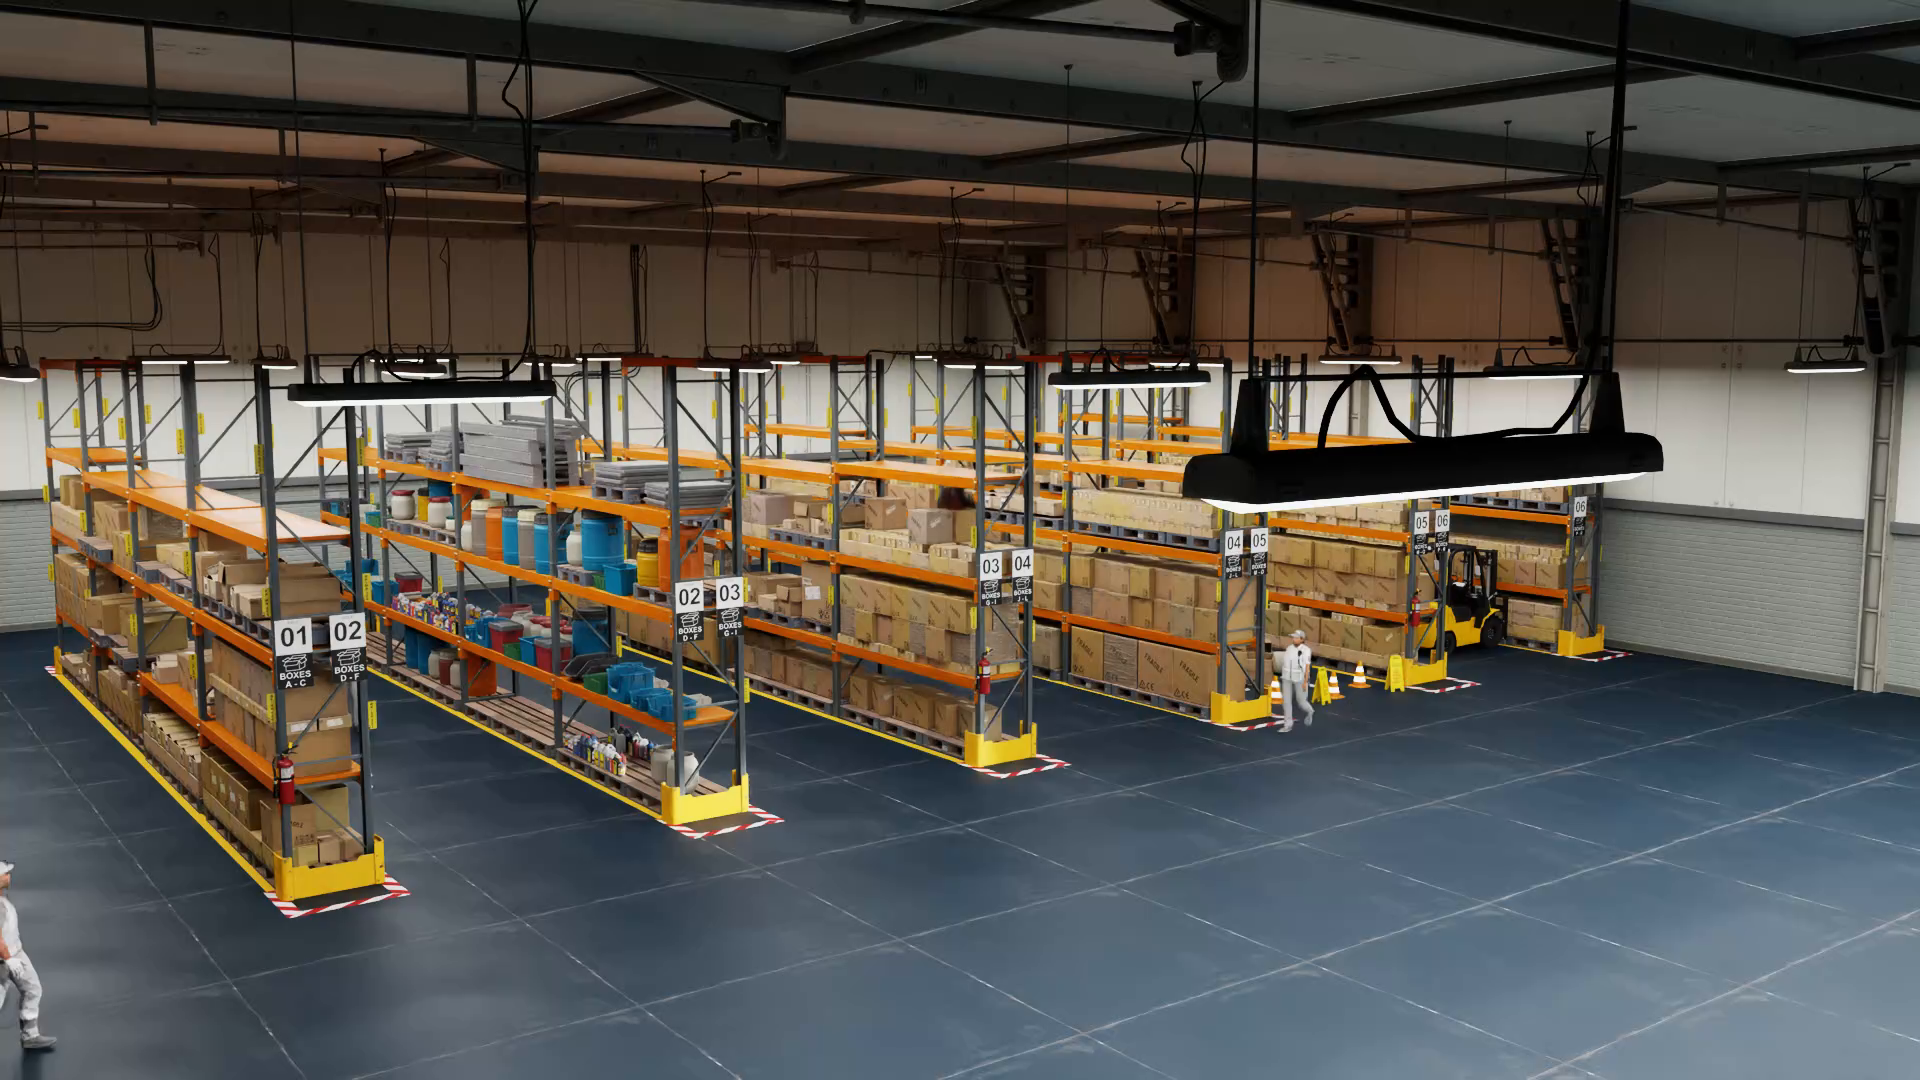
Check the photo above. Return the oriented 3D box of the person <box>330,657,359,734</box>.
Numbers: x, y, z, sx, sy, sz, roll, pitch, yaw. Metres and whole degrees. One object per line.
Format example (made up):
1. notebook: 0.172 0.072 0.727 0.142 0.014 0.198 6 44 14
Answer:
1. person: -9.936 2.244 26.962 0.525 1.736 0.947 -4 8 -30

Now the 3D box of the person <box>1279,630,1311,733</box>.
1. person: 5.452 2.275 26.942 0.470 1.650 0.621 4 8 28

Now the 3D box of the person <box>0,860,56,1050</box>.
1. person: -8.538 3.700 14.749 0.820 1.745 0.511 -1 7 -6
